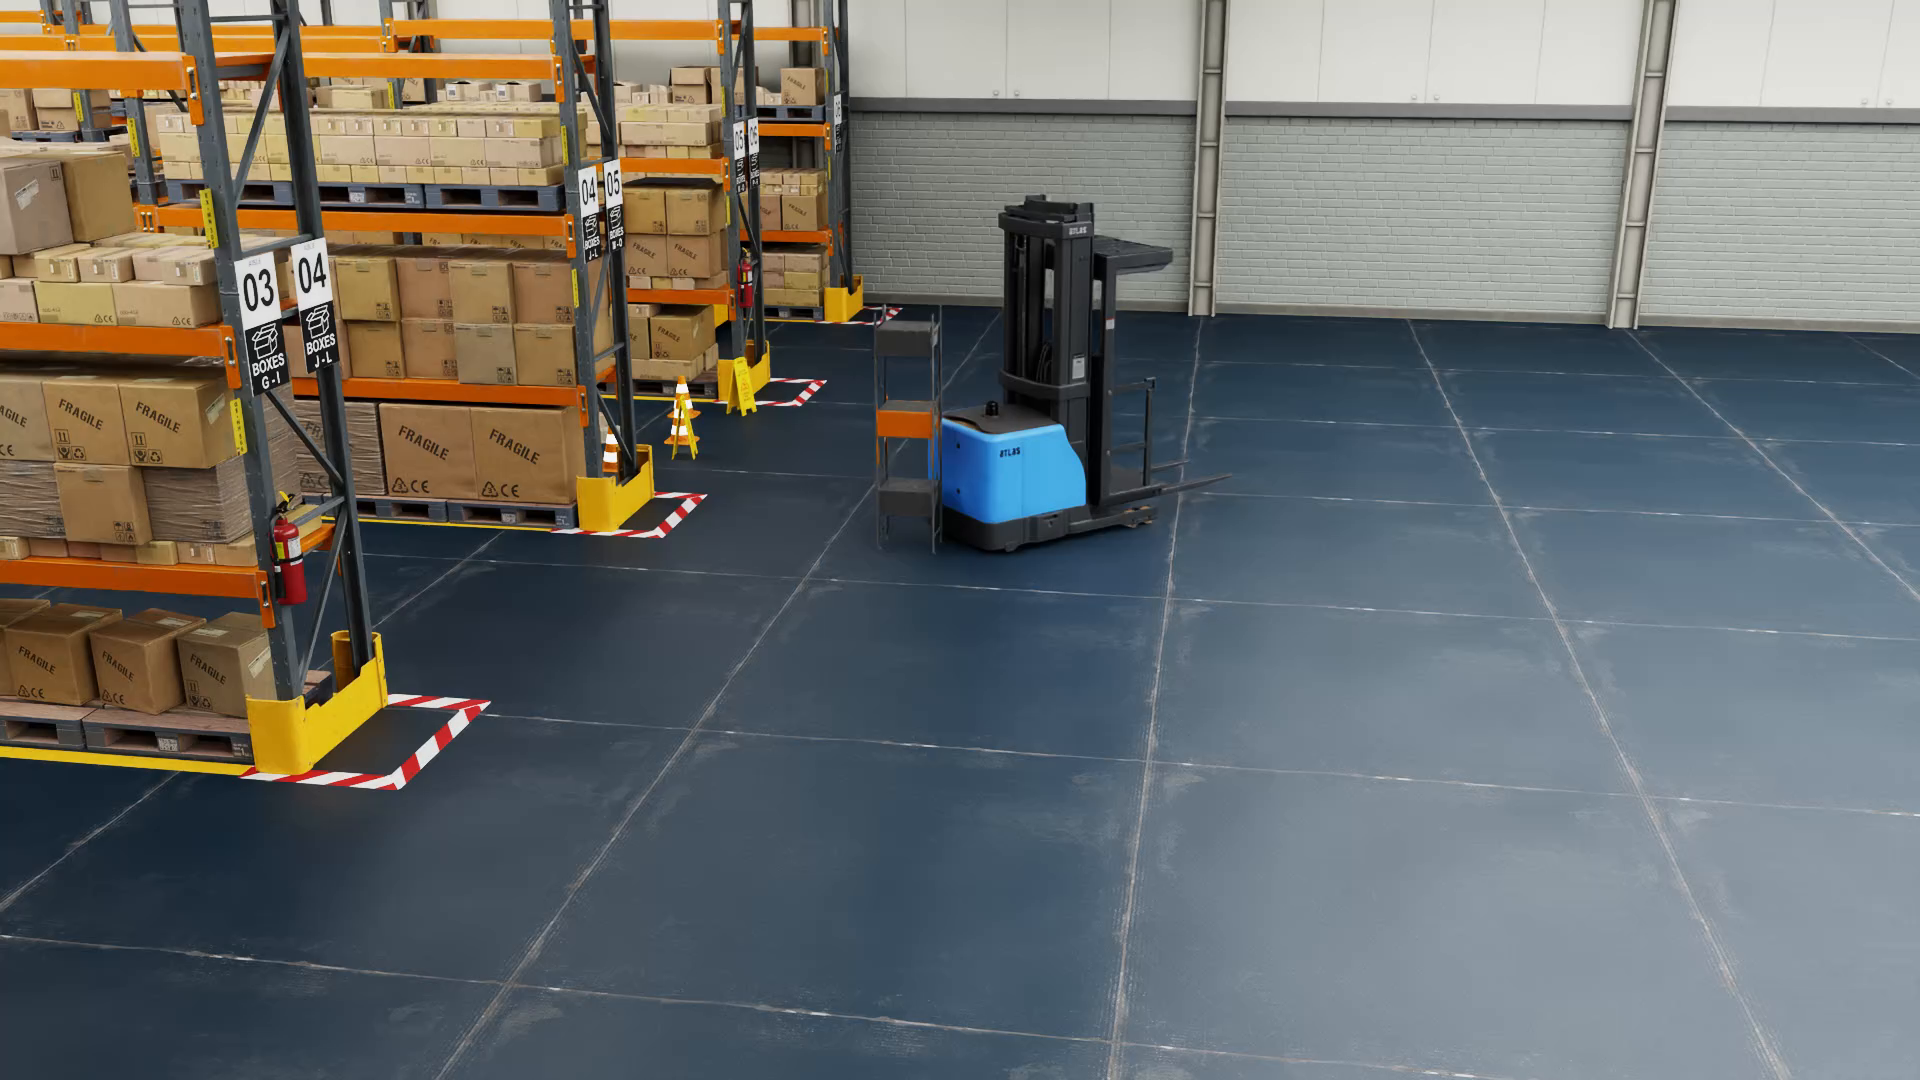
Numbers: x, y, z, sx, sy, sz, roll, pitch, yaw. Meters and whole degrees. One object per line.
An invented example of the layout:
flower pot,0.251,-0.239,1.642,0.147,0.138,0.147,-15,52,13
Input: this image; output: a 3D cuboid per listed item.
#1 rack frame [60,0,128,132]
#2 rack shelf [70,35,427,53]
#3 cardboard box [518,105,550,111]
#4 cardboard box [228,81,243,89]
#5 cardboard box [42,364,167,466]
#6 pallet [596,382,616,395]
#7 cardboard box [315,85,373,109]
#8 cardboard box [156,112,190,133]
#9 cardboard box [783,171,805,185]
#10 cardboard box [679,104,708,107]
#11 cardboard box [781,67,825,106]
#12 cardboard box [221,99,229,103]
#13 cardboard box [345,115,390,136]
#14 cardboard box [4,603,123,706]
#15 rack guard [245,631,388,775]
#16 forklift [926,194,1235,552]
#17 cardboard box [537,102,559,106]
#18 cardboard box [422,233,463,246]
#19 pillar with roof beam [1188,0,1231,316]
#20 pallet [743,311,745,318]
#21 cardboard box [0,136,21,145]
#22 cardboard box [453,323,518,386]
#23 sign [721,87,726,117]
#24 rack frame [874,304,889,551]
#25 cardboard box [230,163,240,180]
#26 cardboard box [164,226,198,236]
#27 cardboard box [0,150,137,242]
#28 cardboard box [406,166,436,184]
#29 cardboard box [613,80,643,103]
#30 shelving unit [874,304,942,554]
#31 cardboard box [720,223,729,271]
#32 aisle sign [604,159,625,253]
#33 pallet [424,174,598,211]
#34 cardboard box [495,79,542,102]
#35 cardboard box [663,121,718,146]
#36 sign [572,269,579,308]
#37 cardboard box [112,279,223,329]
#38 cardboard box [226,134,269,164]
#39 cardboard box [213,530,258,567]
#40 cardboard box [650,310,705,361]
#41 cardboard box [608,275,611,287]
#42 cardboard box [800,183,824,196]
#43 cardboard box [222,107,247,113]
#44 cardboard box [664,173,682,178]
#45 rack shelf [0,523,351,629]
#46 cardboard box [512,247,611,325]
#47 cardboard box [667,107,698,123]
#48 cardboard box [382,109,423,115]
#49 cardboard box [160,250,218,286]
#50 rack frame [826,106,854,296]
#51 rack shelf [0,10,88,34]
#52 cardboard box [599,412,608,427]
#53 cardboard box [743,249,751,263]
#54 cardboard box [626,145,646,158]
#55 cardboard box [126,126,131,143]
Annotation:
rack frame,-10.439,-6.487,20.009,0.127,3.000,1.000,3,19,9
rack shelf,-8.464,-5.856,19.886,4.000,0.370,1.077,3,19,9
cardboard box,-4.936,-4.956,19.299,0.250,0.149,0.380,3,19,8
cardboard box,-10.800,-6.873,25.030,0.250,0.149,0.380,3,19,8
cardboard box,-5.189,-0.771,10.178,0.500,0.500,0.500,3,19,9
pallet,-4.613,-2.035,20.553,1.213,0.211,1.003,3,19,9
cardboard box,-7.497,-5.405,20.290,0.500,0.250,0.500,3,19,7
cardboard box,-6.870,-3.688,14.691,0.250,0.149,0.380,3,19,9
cardboard box,-2.392,-5.246,24.105,0.250,0.149,0.380,3,19,9
cardboard box,-3.110,-5.011,19.463,0.250,0.149,0.380,3,19,8
cardboard box,-2.232,-6.457,23.670,0.500,0.500,0.500,4,19,10
cardboard box,-11.191,-6.549,25.157,0.500,0.250,0.500,3,19,9
cardboard box,-5.118,-3.599,14.425,0.250,0.149,0.380,3,19,9
cardboard box,-5.937,0.758,11.088,0.500,0.500,0.500,5,19,14
rack guard,-4.187,1.047,10.887,0.348,0.500,1.175,3,19,9
forklift,1.203,-1.626,15.043,3.031,2.935,1.130,-12,22,-32
cardboard box,-4.850,-5.131,19.822,0.250,0.149,0.380,3,19,9
cardboard box,-6.100,-3.520,19.969,0.500,0.500,0.500,3,19,9
pillar with roof beam,2.940,-6.307,19.469,0.400,9.000,9.100,3,19,9
pallet,-3.720,-3.560,25.110,1.213,0.211,1.003,3,19,9
cardboard box,-8.941,-3.531,15.223,0.500,0.311,0.500,2,19,7
cardboard box,-4.146,-1.780,15.160,0.550,0.550,0.875,3,19,9
sign,-2.648,-4.909,18.625,0.005,0.325,0.100,3,19,9
rack frame,-0.679,-0.959,14.360,0.015,2.100,0.400,3,19,9
cardboard box,-6.368,-3.285,14.742,0.250,0.149,0.380,3,19,9
cardboard box,-9.516,-3.911,20.475,0.500,0.500,0.500,4,19,11
cardboard box,-5.535,-2.142,10.337,0.500,0.500,0.500,3,19,8
cardboard box,-4.613,-3.195,14.475,0.250,0.149,0.380,3,19,8
cardboard box,-4.923,-6.505,24.110,0.500,0.311,0.500,3,19,10
shelving unit,-0.438,-0.946,14.322,0.503,2.100,0.431,3,19,9
cardboard box,-2.964,-3.539,20.026,0.500,0.500,0.500,3,19,8
aisle sign,-3.108,-3.007,14.966,0.004,0.787,0.394,3,19,9
pallet,-3.960,-3.098,14.748,1.213,0.211,1.003,3,19,9
cardboard box,-6.459,-6.583,24.344,0.500,0.311,0.500,2,19,7
cardboard box,-3.088,-4.673,19.083,0.500,0.250,0.500,3,19,8
sign,-3.326,-2.176,14.381,0.005,0.325,0.100,3,19,9
cardboard box,-4.629,-1.431,9.862,0.500,0.250,0.500,3,19,10
cardboard box,-6.238,-3.487,14.718,0.500,0.250,0.500,3,19,8
cardboard box,-4.426,0.035,10.368,0.250,0.149,0.380,3,19,9
cardboard box,-3.373,-2.449,19.885,0.500,0.500,0.500,3,19,9
cardboard box,-4.218,-3.115,19.781,0.250,0.149,0.380,3,19,8
cardboard box,-2.144,-5.080,24.077,0.250,0.149,0.380,3,19,9
cardboard box,-6.763,-3.895,15.308,0.250,0.149,0.380,3,19,8
cardboard box,-4.154,-5.343,24.396,0.250,0.149,0.380,3,19,8
rack shelf,-6.087,0.106,10.894,4.000,0.370,1.077,3,19,9
cardboard box,-3.586,-2.298,15.005,0.550,0.550,0.875,3,19,9
cardboard box,-3.170,-4.871,19.045,0.250,0.149,0.380,3,19,10
cardboard box,-5.012,-3.805,15.042,0.250,0.149,0.380,3,19,9
cardboard box,-4.436,-1.592,9.713,0.250,0.149,0.380,3,19,9
rack frame,-1.757,-4.795,24.406,0.127,3.000,1.000,3,19,9
rack shelf,-15.580,-8.002,25.675,4.000,0.370,1.077,3,19,9
cardboard box,-4.154,-1.321,18.516,0.250,0.149,0.380,14,23,37
cardboard box,-3.266,-4.136,24.532,0.500,0.250,0.500,3,19,9
cardboard box,-3.684,-4.533,19.293,0.250,0.149,0.380,3,19,9
cardboard box,-9.903,-4.919,20.262,0.258,0.266,0.396,3,19,9
